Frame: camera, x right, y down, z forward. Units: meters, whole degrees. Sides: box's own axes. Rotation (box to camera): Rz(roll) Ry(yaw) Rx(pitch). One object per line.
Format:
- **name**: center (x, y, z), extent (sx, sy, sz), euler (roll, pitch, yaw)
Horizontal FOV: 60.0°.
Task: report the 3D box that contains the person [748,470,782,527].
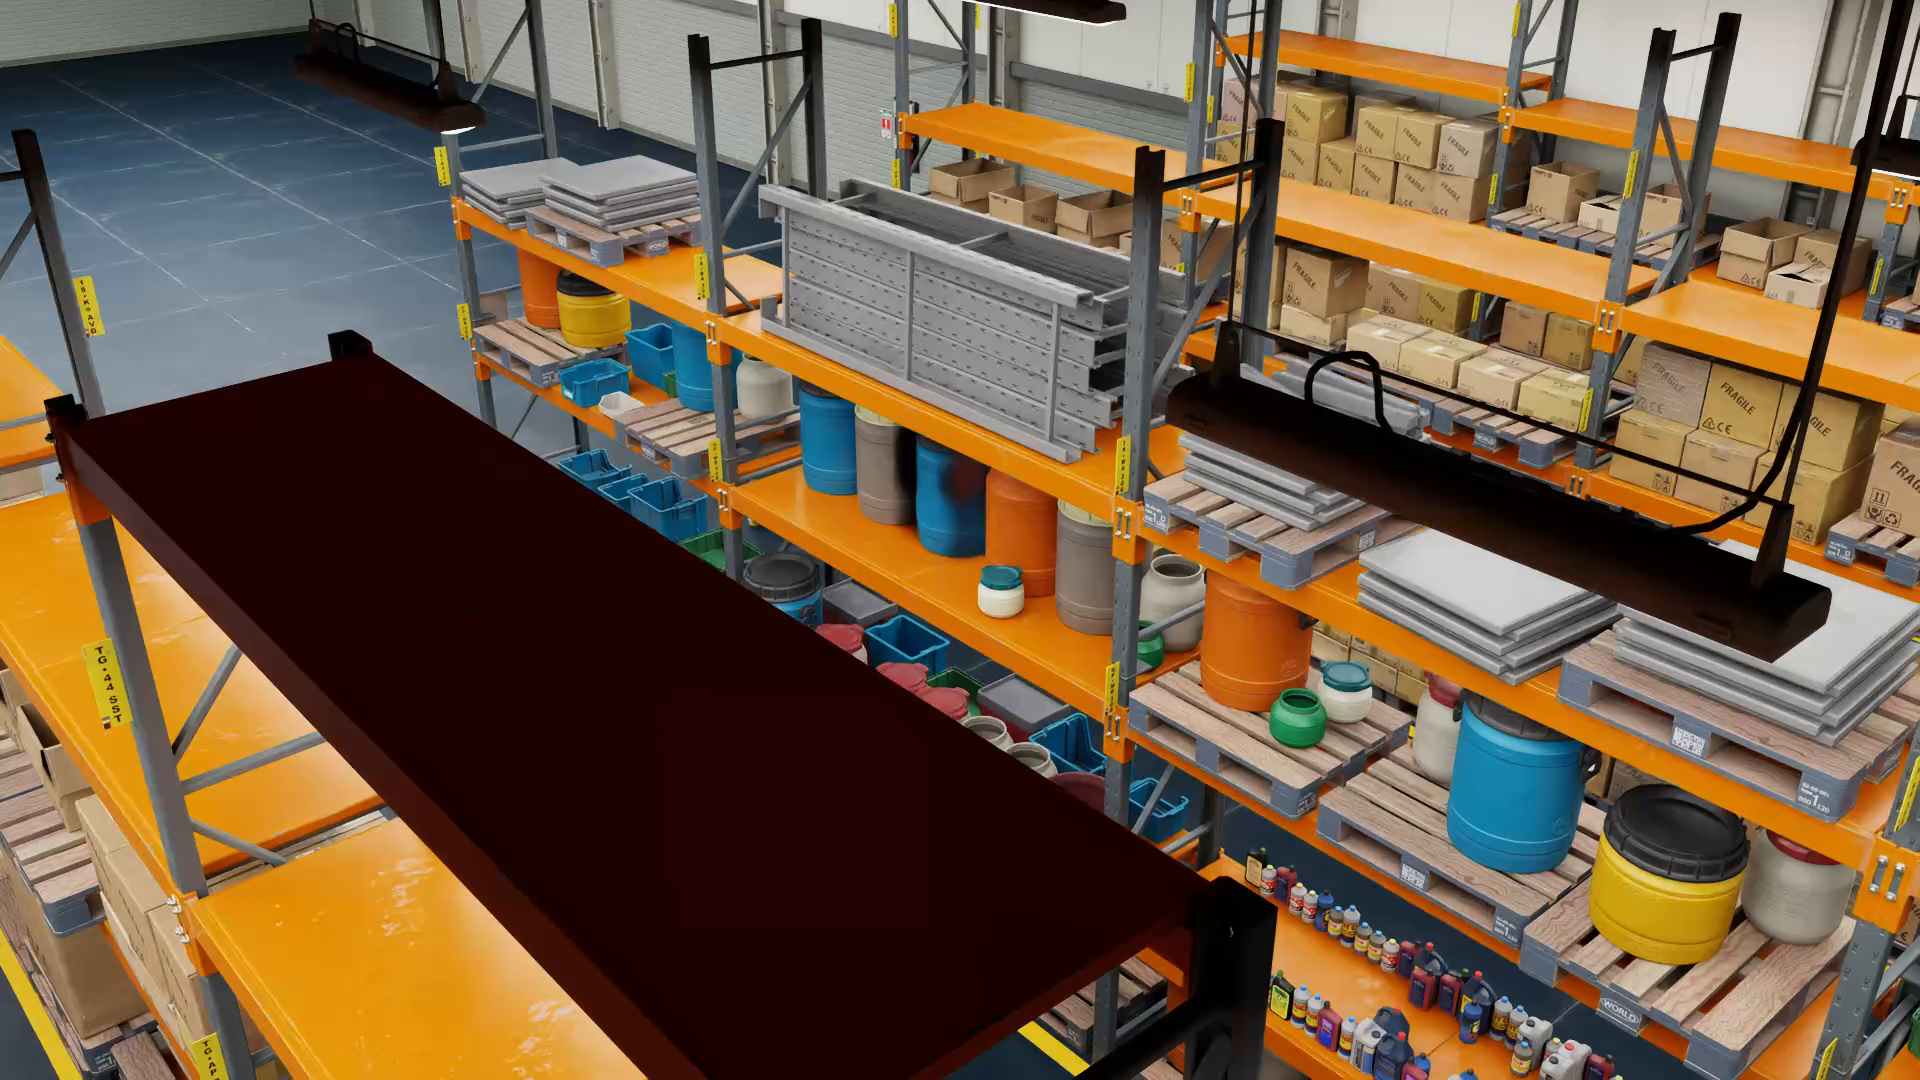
- **person**: center (-2.023, -0.962, 17.507), extent (0.504, 1.779, 0.609), euler (-18, 32, -32)
